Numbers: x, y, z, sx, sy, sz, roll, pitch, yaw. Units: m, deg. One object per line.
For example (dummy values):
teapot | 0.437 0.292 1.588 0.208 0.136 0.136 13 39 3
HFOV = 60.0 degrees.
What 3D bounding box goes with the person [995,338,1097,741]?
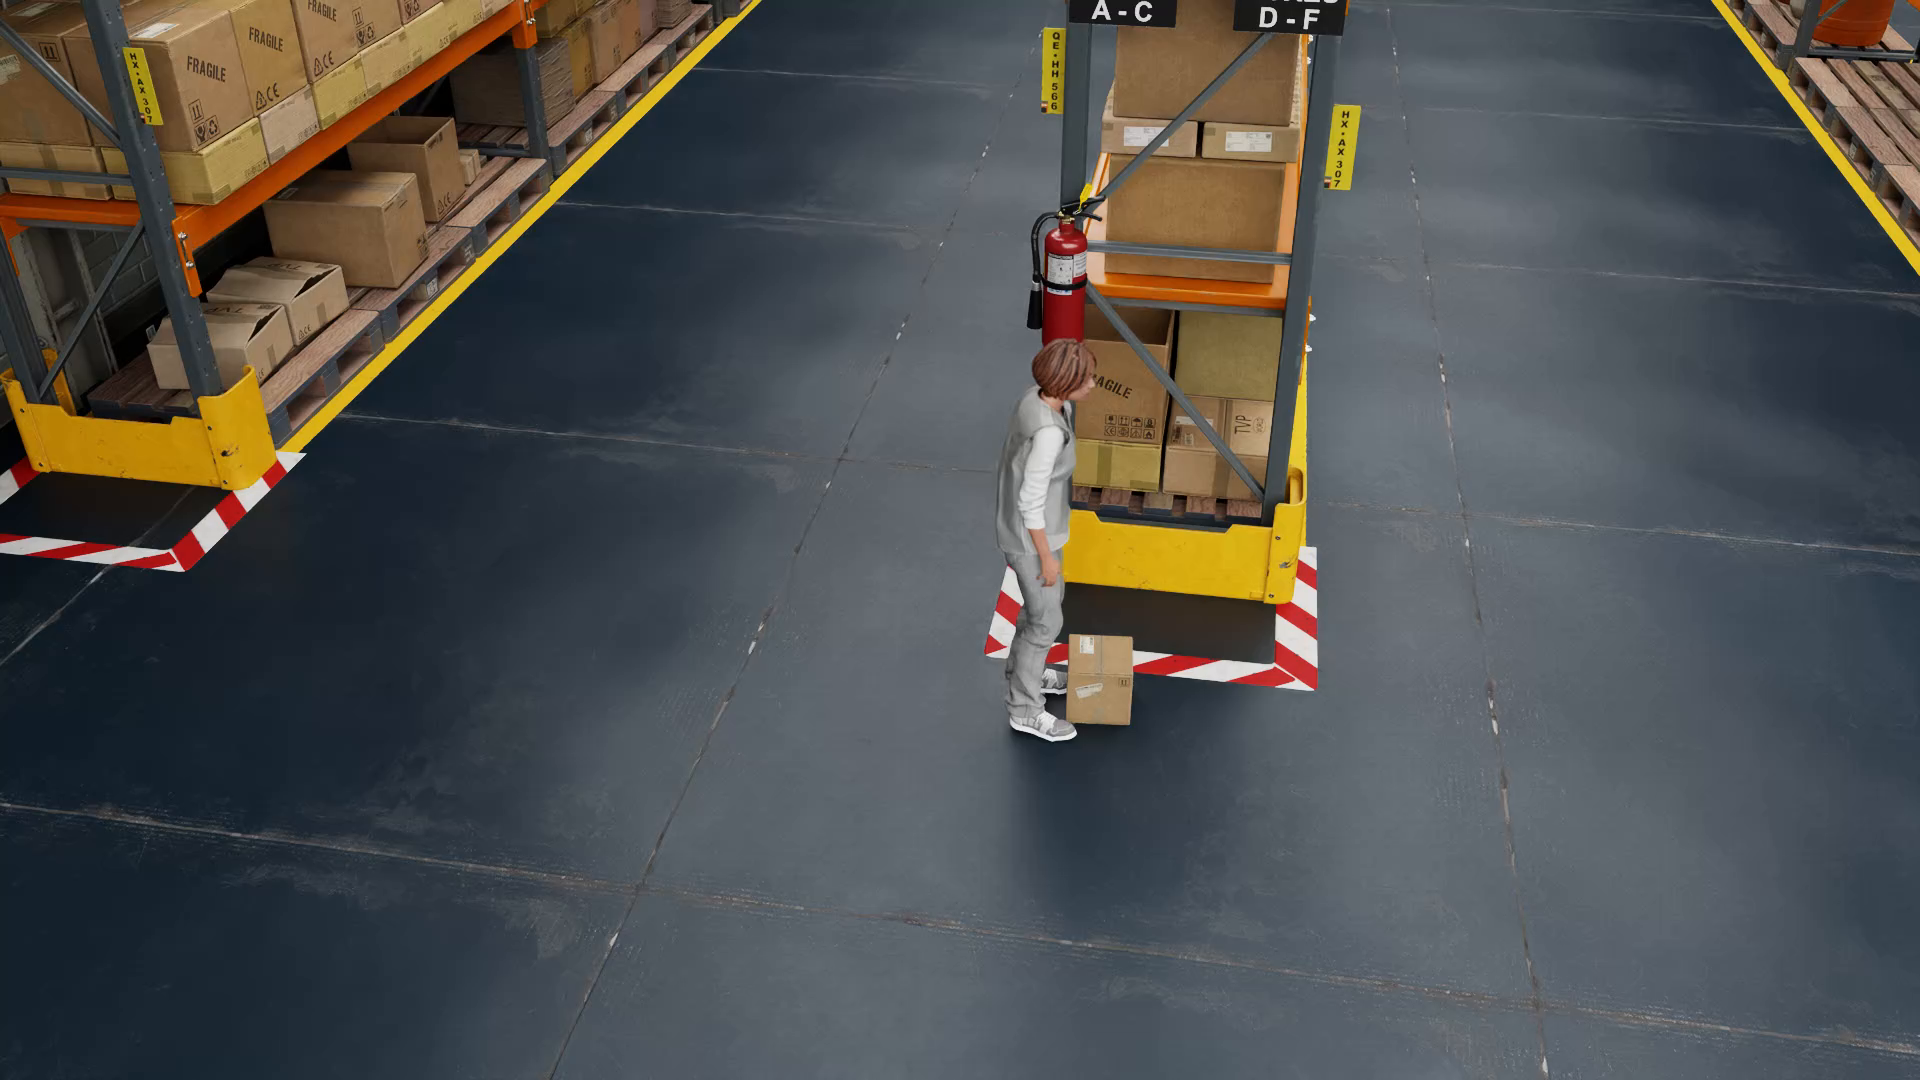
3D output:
person | 0.304 -0.016 6.173 0.345 1.592 0.465 3 33 5
